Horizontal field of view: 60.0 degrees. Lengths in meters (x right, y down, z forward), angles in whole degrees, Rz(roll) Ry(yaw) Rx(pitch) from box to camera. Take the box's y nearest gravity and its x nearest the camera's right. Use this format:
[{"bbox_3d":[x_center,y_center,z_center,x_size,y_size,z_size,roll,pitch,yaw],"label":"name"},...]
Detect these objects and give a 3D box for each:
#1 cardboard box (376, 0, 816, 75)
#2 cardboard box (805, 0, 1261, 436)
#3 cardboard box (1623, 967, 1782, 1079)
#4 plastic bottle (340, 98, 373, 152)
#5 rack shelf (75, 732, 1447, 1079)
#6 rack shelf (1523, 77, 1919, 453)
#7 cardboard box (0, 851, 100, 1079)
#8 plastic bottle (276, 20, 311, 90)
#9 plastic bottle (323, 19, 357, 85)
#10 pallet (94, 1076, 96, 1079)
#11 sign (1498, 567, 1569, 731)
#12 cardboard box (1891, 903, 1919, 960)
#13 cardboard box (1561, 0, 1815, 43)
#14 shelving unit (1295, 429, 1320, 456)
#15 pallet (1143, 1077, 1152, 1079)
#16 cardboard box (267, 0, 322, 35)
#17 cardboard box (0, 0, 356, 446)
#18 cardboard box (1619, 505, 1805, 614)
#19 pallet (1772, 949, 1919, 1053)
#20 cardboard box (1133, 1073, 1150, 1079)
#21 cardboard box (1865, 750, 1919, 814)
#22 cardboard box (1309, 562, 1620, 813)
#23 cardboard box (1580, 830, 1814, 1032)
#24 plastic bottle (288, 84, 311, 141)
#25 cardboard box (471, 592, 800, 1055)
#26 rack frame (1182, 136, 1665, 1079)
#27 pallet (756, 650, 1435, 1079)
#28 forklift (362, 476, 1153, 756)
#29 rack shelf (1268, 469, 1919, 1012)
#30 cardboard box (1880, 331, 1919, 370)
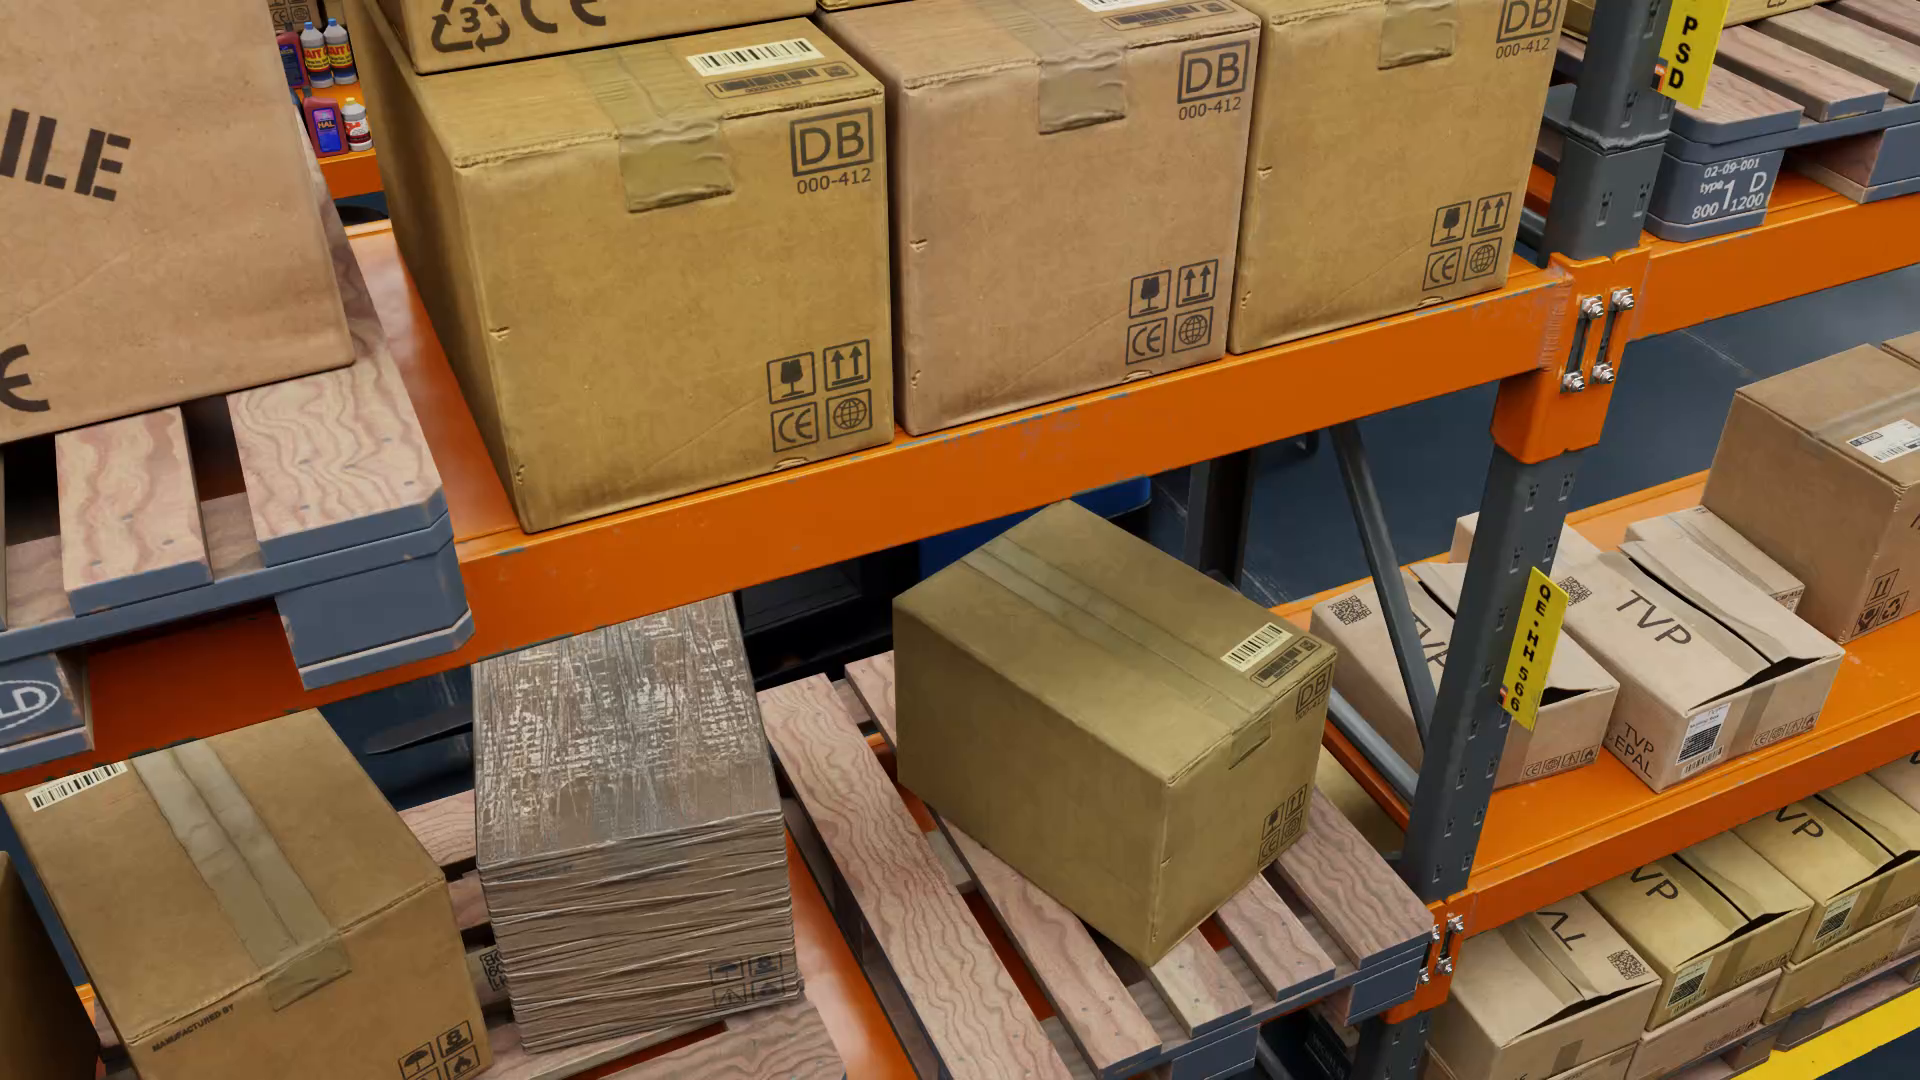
[{"bbox_3d":[-0.512,-0.936,2.053,0.500,0.500,0.500,-16,39,-20],"label":"cardboard box"},{"bbox_3d":[-0.033,-0.642,2.496,0.500,0.500,0.910,-16,39,-20],"label":"cardboard box"},{"bbox_3d":[1.863,1.179,4.598,0.500,0.250,0.500,-17,40,-21],"label":"cardboard box"},{"bbox_3d":[-2.415,-1.665,6.643,0.097,0.201,0.097,0,37,0],"label":"plastic bottle"},{"bbox_3d":[-1.001,1.140,3.298,4.000,0.370,1.077,-16,39,-20],"label":"rack shelf"},{"bbox_3d":[2.620,-1.077,3.770,4.000,0.370,1.077,-16,39,-20],"label":"rack shelf"},{"bbox_3d":[-1.692,0.941,2.527,0.500,0.500,0.700,-10,38,-13],"label":"cardboard box"},{"bbox_3d":[-2.886,-2.077,7.130,0.133,0.283,0.061,-16,39,-20],"label":"plastic bottle"},{"bbox_3d":[-2.686,-2.116,7.193,0.097,0.271,0.097,0,37,0],"label":"plastic bottle"},{"bbox_3d":[-2.042,1.291,2.652,1.213,0.211,1.003,-16,39,-20],"label":"pallet"},{"bbox_3d":[1.048,0.202,3.054,0.005,0.325,0.100,-16,39,-20],"label":"sign"},{"bbox_3d":[2.795,0.915,4.955,0.500,0.250,0.500,-15,39,-19],"label":"cardboard box"},{"bbox_3d":[1.196,-1.113,2.988,0.500,0.250,0.500,-19,40,-23],"label":"cardboard box"},{"bbox_3d":[0.976,-0.951,6.773,1.048,1.500,0.538,-19,40,-23],"label":"shelving unit"},{"bbox_3d":[0.117,1.634,4.370,1.213,0.211,1.003,-16,39,-20],"label":"pallet"},{"bbox_3d":[-4.840,-3.928,10.960,0.875,0.875,1.225,-15,39,-20],"label":"cardboard box"},{"bbox_3d":[-1.118,-0.523,1.899,0.600,0.600,0.600,-17,40,-22],"label":"cardboard box"},{"bbox_3d":[1.940,0.093,4.318,0.250,0.149,0.380,-13,38,-17],"label":"cardboard box"},{"bbox_3d":[2.674,0.971,5.263,1.213,0.211,1.003,-16,39,-20],"label":"pallet"},{"bbox_3d":[0.276,1.134,4.433,0.500,0.500,0.500,-14,39,-18],"label":"cardboard box"},{"bbox_3d":[2.808,0.686,4.793,0.500,0.311,0.500,-16,39,-21],"label":"cardboard box"},{"bbox_3d":[1.157,0.312,3.886,0.500,0.311,0.500,-13,39,-17],"label":"cardboard box"},{"bbox_3d":[1.880,0.944,4.444,0.500,0.311,0.500,-17,40,-21],"label":"cardboard box"},{"bbox_3d":[-2.673,-1.668,6.522,0.185,0.351,0.144,-16,39,-20],"label":"plastic bottle"},{"bbox_3d":[-0.622,0.485,3.142,0.500,0.500,0.700,-9,37,-11],"label":"cardboard box"},{"bbox_3d":[0.809,0.345,3.767,0.127,3.000,1.000,-16,39,-20],"label":"rack frame"},{"bbox_3d":[0.225,0.632,3.542,1.003,0.211,1.213,-16,39,-20],"label":"pallet"},{"bbox_3d":[-0.786,-0.913,5.520,3.031,2.935,1.130,-19,40,-23],"label":"forklift"},{"bbox_3d":[2.620,0.128,4.664,4.000,0.370,1.077,-16,39,-20],"label":"rack shelf"},{"bbox_3d":[2.798,-0.262,4.501,0.500,0.500,0.500,-16,39,-20],"label":"cardboard box"}]
